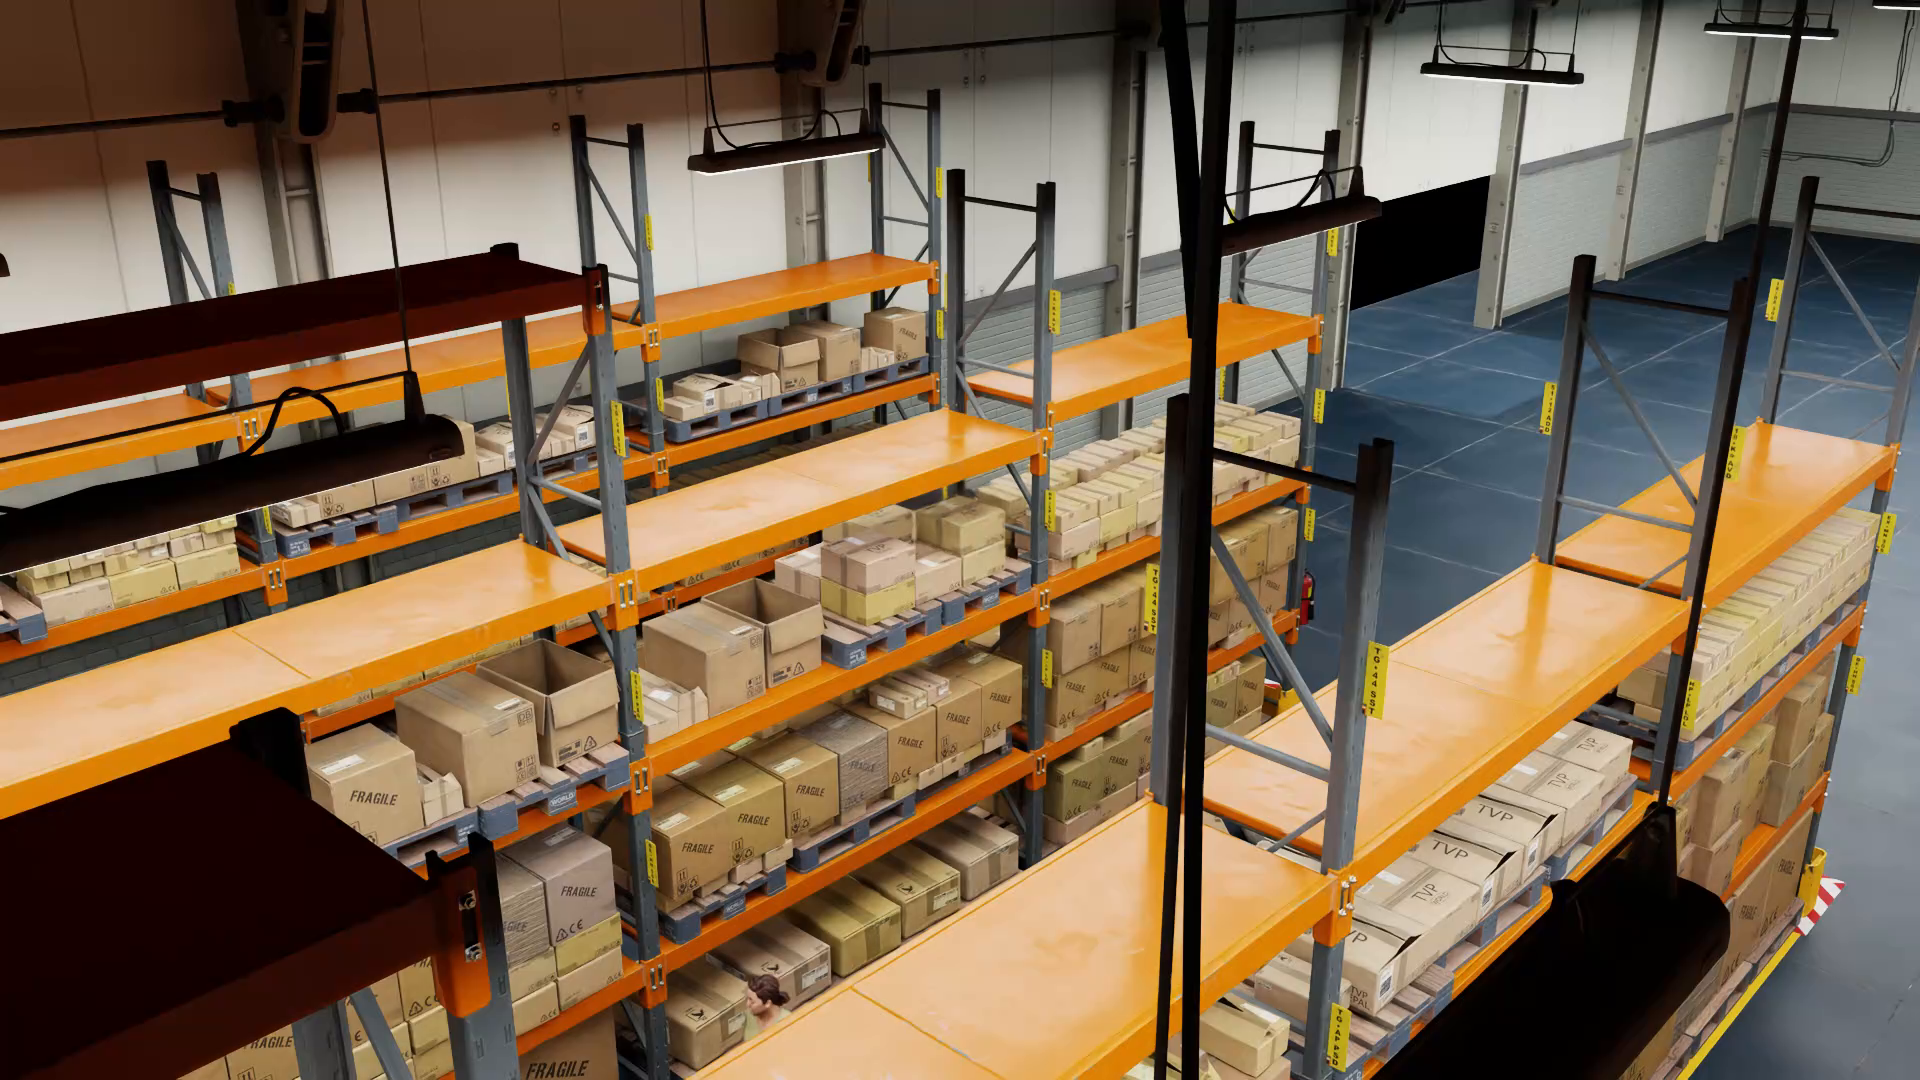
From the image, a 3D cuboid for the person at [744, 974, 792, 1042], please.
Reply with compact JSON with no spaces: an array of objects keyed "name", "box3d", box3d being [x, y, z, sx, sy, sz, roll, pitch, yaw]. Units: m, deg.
[{"name":"person","box3d":[-1.153,3.479,10.726,0.481,1.675,0.480,14,25,33]}]
